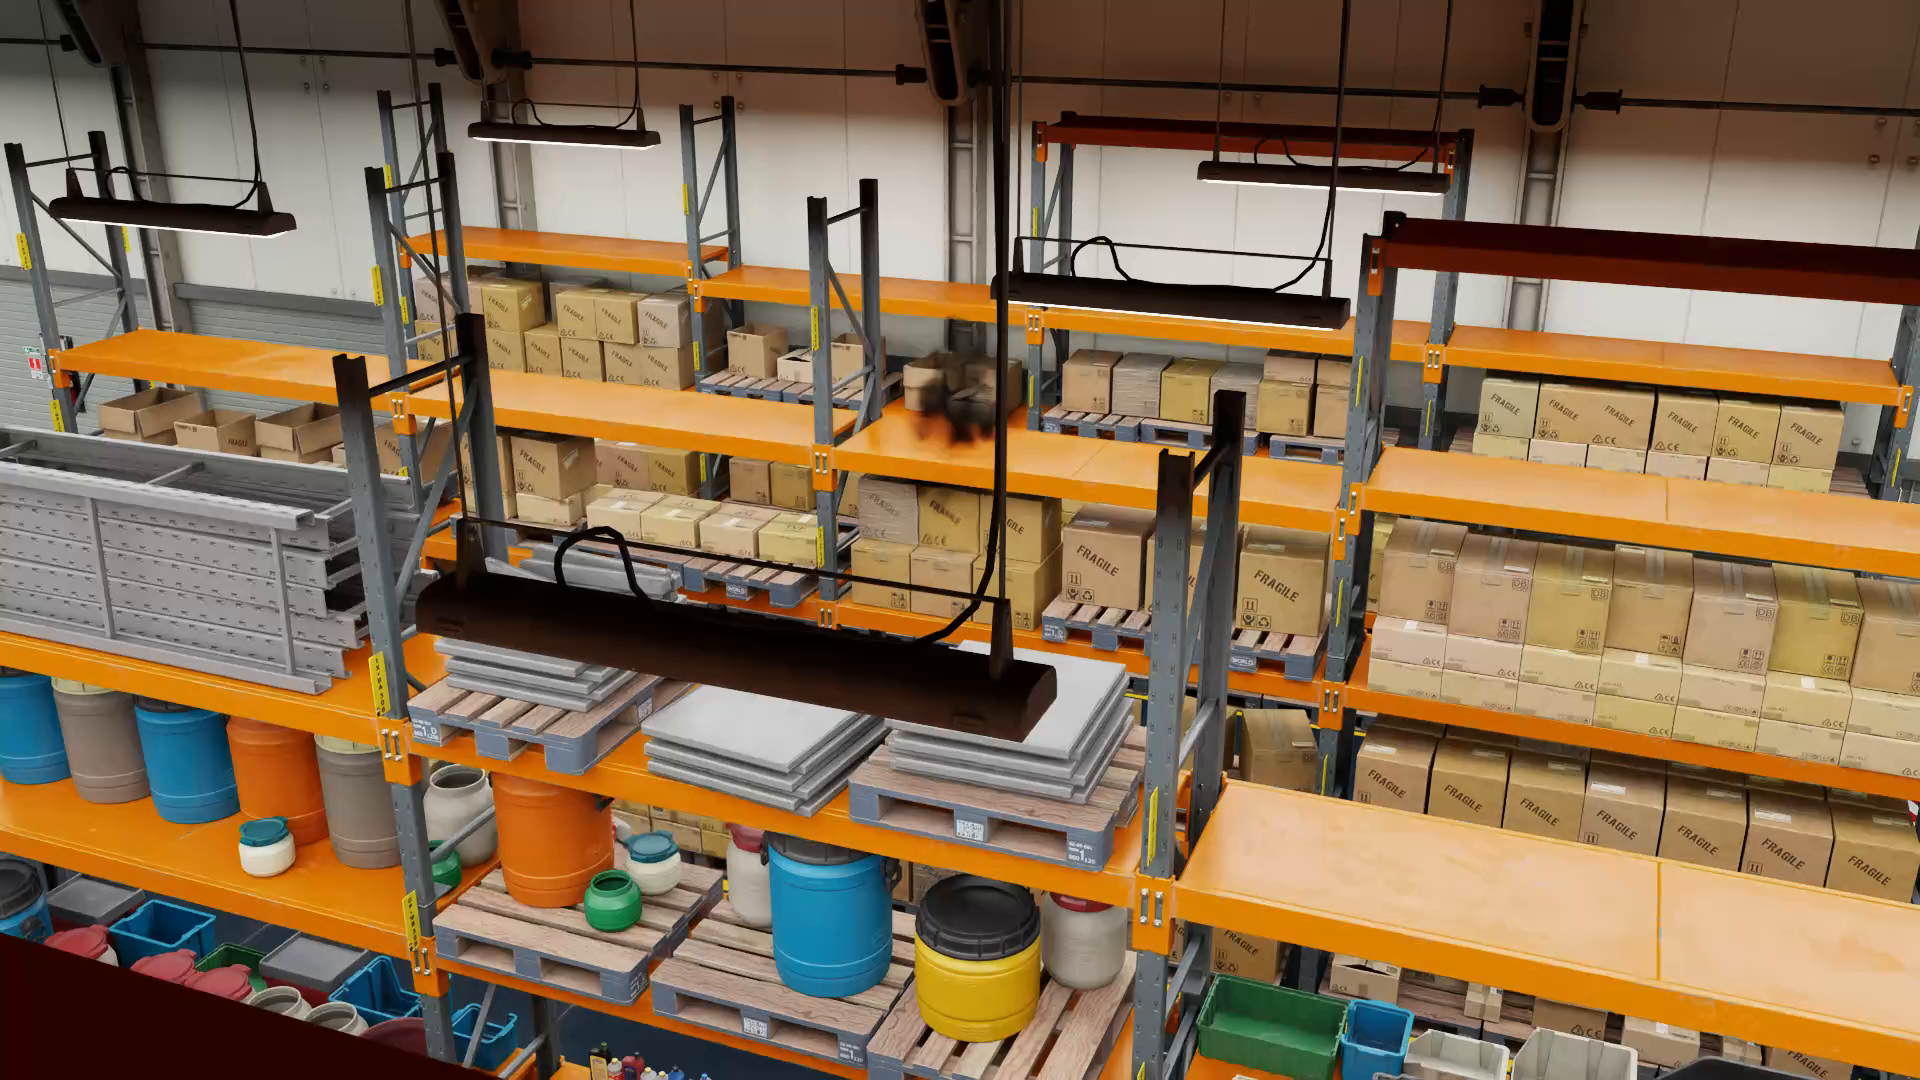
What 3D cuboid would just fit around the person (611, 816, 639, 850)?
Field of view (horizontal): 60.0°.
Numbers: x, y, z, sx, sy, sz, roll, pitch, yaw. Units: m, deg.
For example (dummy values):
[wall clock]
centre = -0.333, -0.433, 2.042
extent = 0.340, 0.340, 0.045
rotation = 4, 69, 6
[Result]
[person]
centre = -2.656, 2.639, 12.108
extent = 0.919, 1.829, 0.661
rotation = 5, 21, 13
